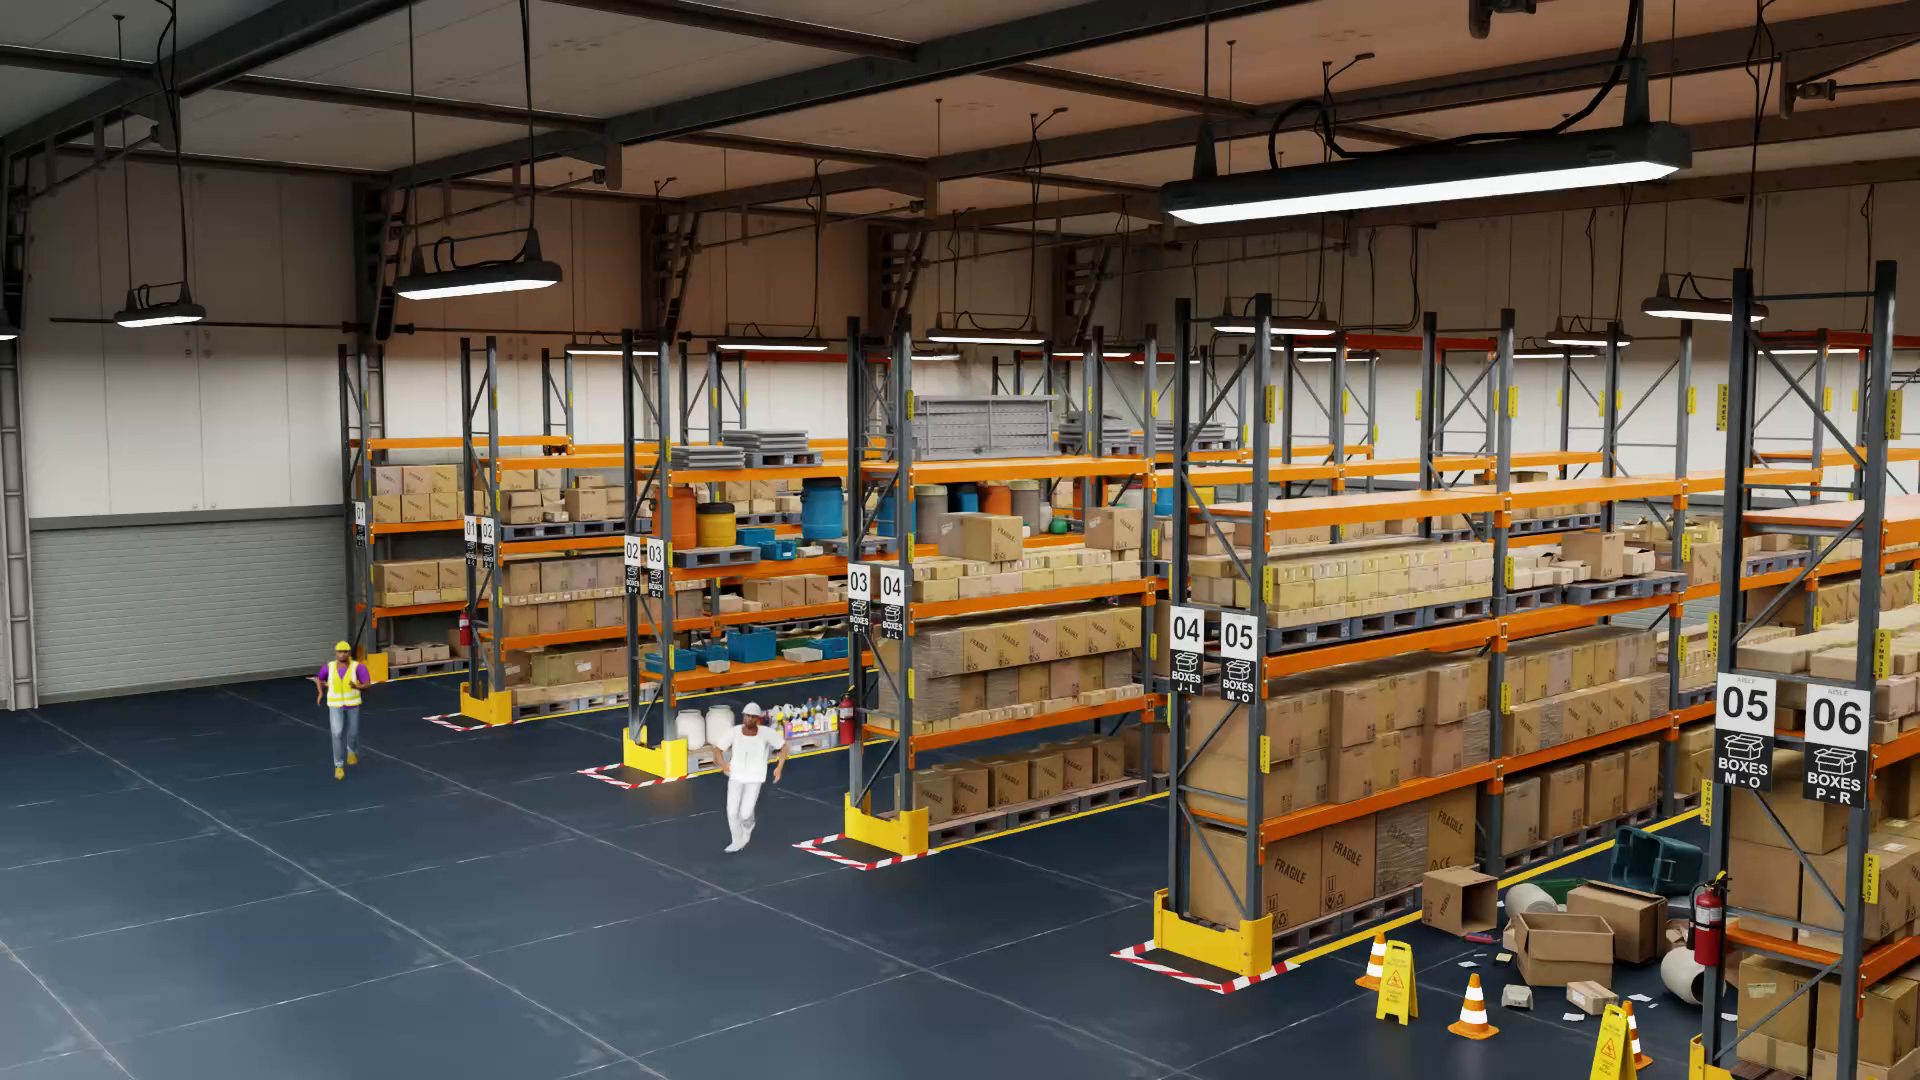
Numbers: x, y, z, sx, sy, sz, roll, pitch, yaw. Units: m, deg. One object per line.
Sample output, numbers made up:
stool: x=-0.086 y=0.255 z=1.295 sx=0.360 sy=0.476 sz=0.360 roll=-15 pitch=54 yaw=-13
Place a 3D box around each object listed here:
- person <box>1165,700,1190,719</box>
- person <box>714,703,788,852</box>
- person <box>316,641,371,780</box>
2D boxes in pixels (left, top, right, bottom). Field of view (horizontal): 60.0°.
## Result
person: x=3.409 y=1.959 z=25.847 sx=0.605 sy=1.844 sz=0.735 roll=5 pitch=7 yaw=44
person: x=-2.358 y=2.654 z=18.530 sx=0.805 sy=1.699 sz=0.541 roll=1 pitch=5 yaw=6
person: x=-8.304 y=2.251 z=22.435 sx=0.692 sy=1.779 sz=0.935 roll=-2 pitch=5 yaw=-20
